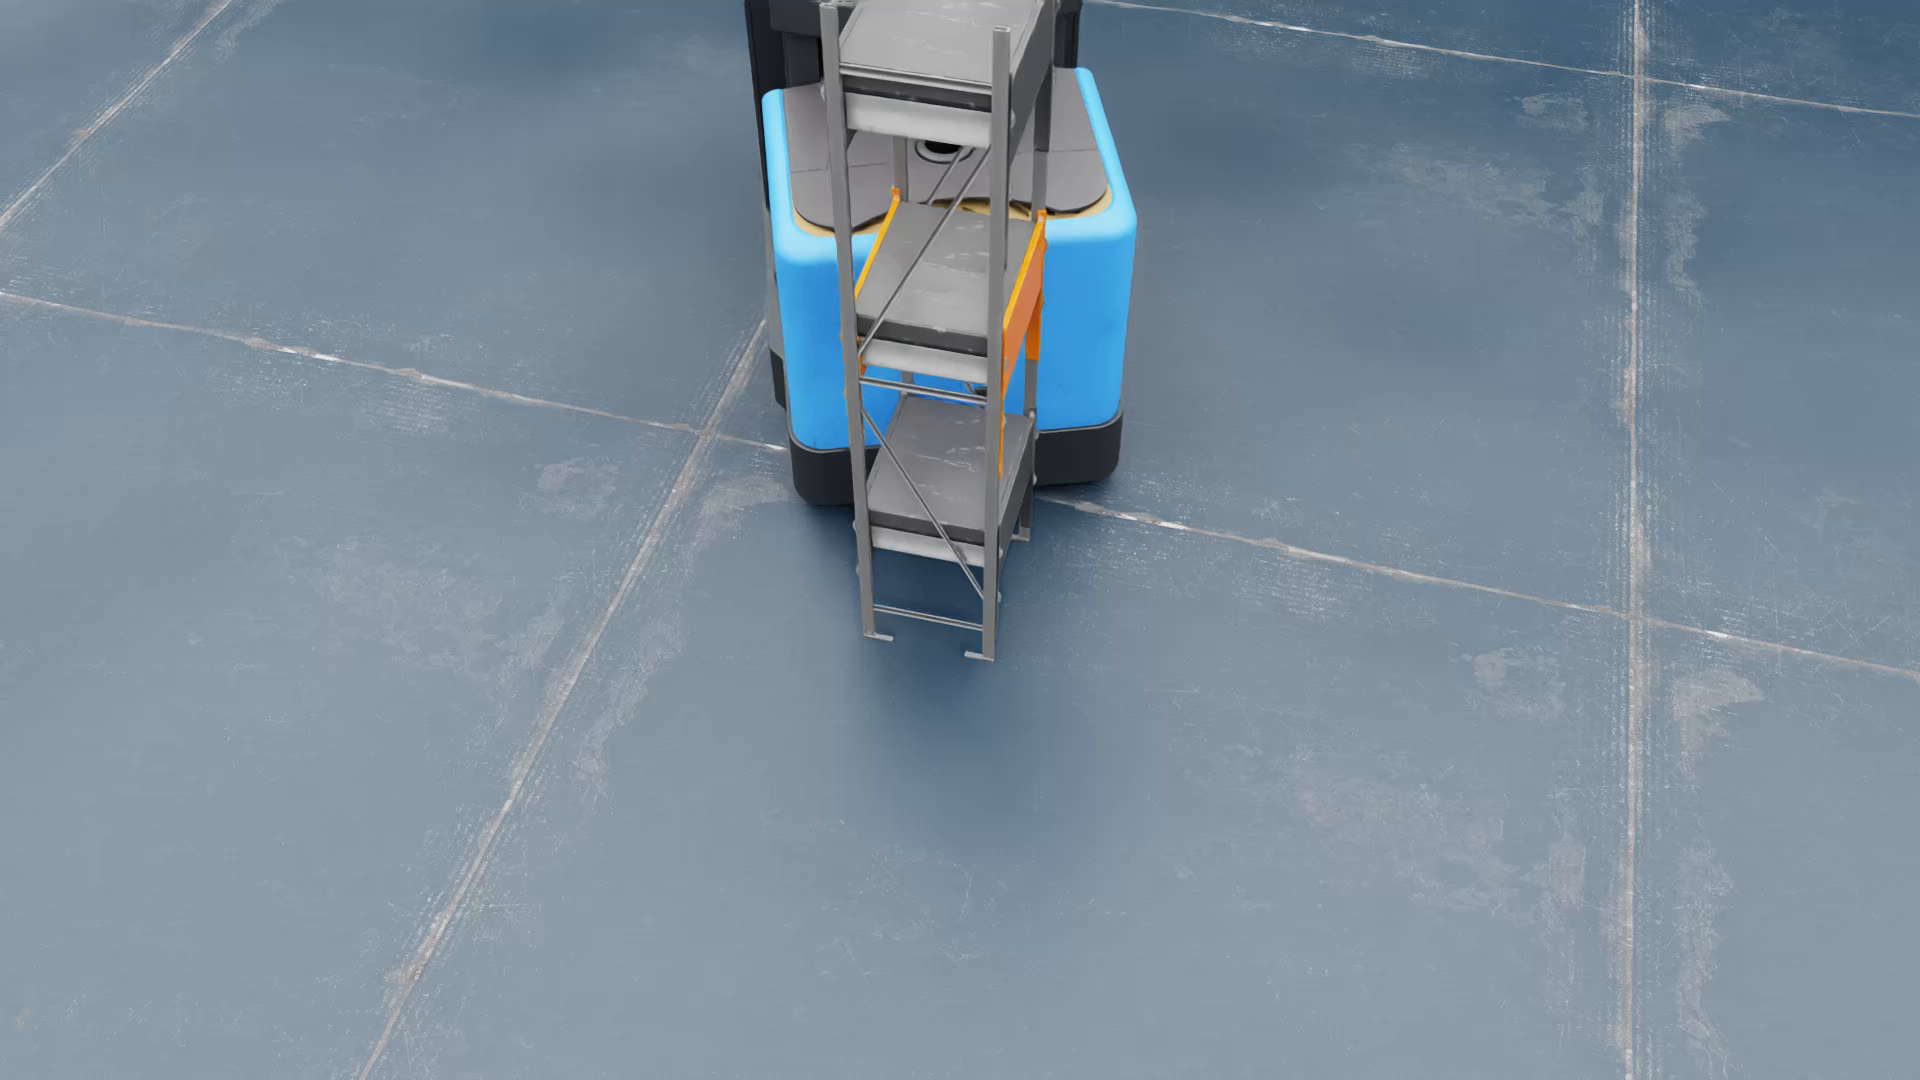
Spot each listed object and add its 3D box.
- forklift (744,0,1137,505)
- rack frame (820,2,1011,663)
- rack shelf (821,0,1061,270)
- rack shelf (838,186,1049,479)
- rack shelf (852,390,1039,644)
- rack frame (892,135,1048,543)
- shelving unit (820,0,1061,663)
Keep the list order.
[{"bbox_3d":[-0.183,-2.197,5.234,1.130,2.935,3.031,-5,49,-5],"label":"forklift"},{"bbox_3d":[-0.093,-0.372,4.178,0.400,2.100,0.015,11,49,9],"label":"rack frame"},{"bbox_3d":[-0.034,-1.004,3.820,0.431,0.518,0.480,11,49,9],"label":"rack shelf"},{"bbox_3d":[-0.034,-0.541,4.345,0.431,0.518,0.480,11,49,9],"label":"rack shelf"},{"bbox_3d":[-0.034,-0.077,4.870,0.431,0.518,0.480,11,49,9],"label":"rack shelf"},{"bbox_3d":[0.024,-0.727,4.491,0.400,2.100,0.015,11,49,9],"label":"rack frame"},{"bbox_3d":[-0.034,-0.550,4.335,0.431,2.100,0.503,11,49,9],"label":"shelving unit"}]
